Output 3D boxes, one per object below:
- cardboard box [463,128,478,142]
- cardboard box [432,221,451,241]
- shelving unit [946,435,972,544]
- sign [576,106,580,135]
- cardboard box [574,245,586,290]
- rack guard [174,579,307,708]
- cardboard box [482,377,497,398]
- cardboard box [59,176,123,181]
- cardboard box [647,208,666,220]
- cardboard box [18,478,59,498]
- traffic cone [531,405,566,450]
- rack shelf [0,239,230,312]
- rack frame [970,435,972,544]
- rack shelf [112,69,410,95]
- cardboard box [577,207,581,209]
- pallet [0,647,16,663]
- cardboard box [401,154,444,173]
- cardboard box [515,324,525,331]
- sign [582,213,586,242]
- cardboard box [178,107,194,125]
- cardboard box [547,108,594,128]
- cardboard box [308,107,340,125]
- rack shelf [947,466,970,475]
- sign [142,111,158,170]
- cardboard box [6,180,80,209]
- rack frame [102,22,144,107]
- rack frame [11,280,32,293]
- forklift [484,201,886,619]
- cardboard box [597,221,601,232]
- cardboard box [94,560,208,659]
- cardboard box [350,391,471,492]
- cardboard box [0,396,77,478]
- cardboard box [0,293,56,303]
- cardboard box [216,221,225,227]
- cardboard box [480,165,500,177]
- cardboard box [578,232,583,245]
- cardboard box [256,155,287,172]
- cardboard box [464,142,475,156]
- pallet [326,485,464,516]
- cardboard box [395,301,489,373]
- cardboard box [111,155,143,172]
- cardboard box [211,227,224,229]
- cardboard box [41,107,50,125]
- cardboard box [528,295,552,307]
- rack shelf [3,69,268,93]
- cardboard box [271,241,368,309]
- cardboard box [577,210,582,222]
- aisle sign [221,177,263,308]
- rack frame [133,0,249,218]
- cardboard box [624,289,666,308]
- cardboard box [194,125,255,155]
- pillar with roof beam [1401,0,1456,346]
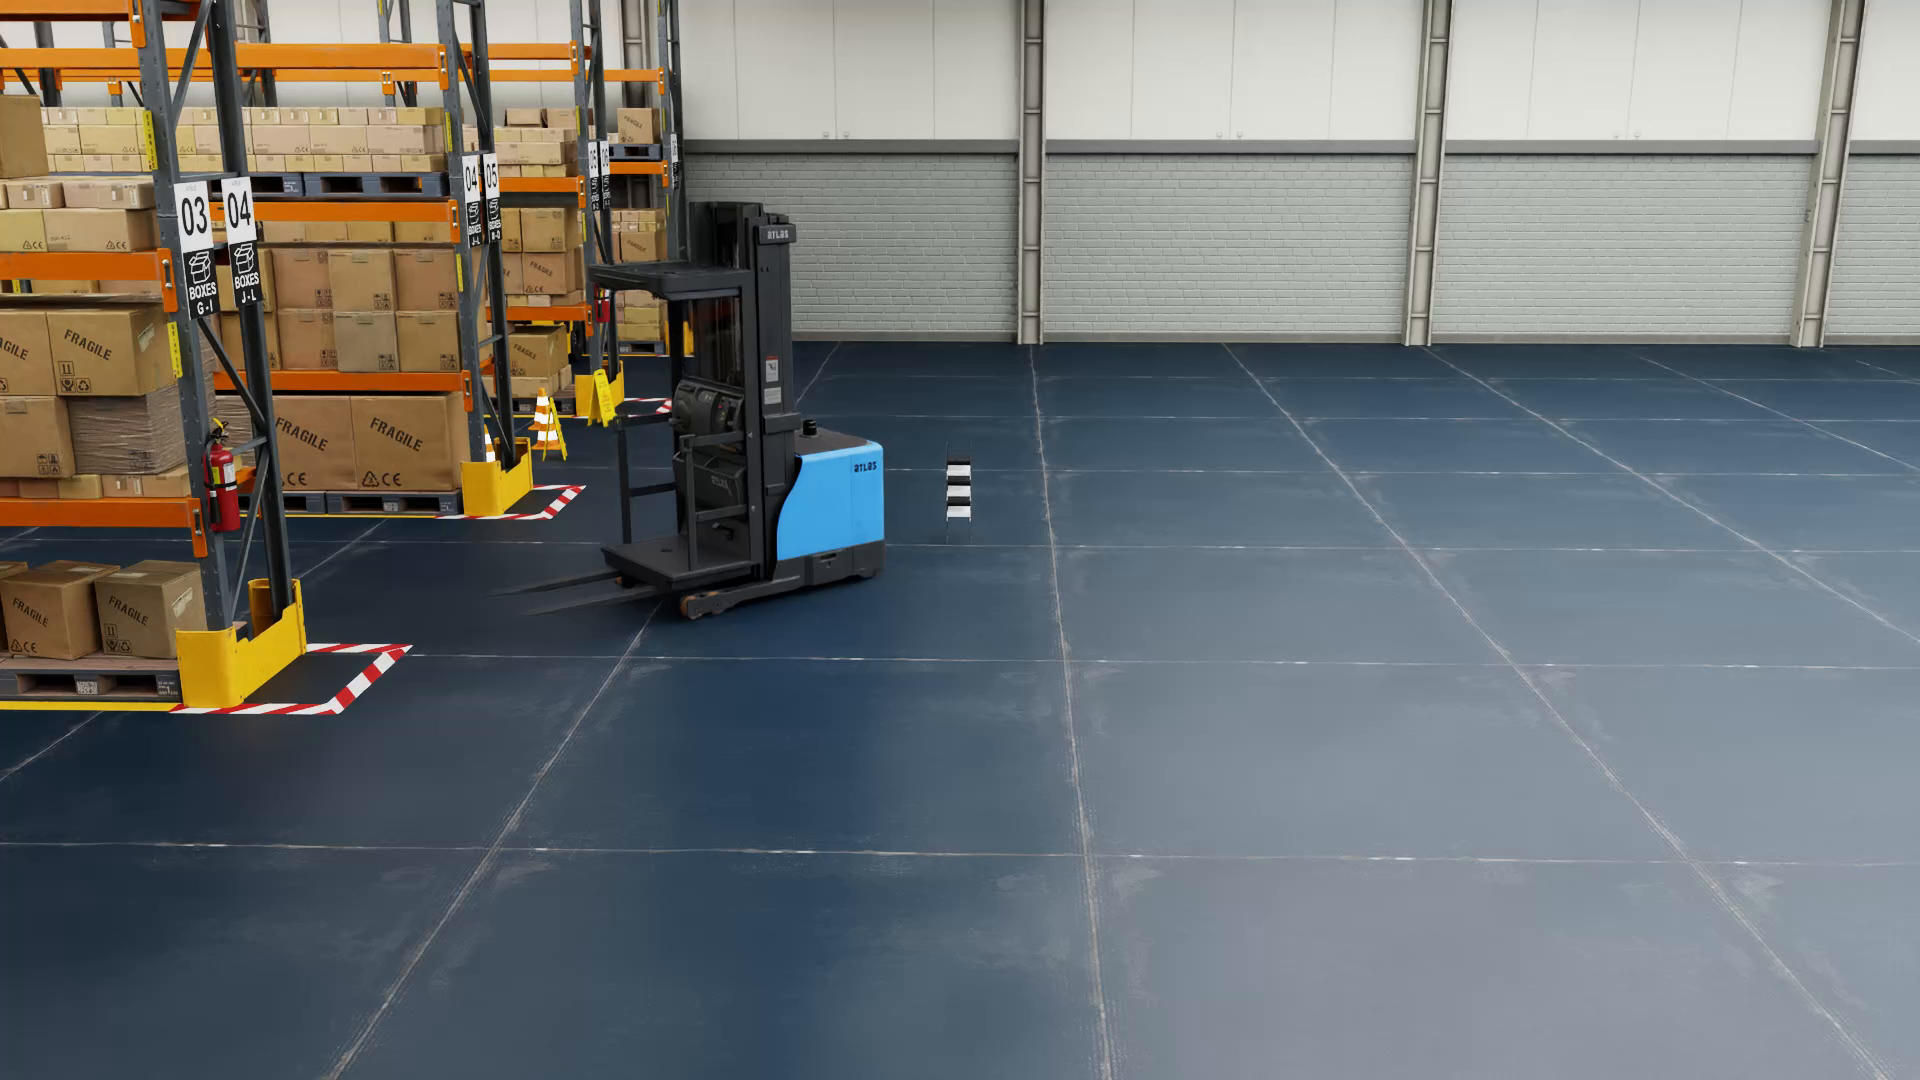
[{"bbox_3d":[-5.704,-4.746,19.498,0.250,0.149,0.380,0,15,1],"label":"cardboard box"},{"bbox_3d":[-5.883,-3.683,19.682,0.500,0.500,0.700,0,15,1],"label":"cardboard box"},{"bbox_3d":[-0.008,-0.435,14.225,0.210,0.900,0.258,0,15,1],"label":"shelving unit"},{"bbox_3d":[-4.383,-4.815,19.094,0.005,0.325,0.100,0,15,1],"label":"sign"},{"bbox_3d":[-4.815,-3.344,20.355,0.500,0.500,0.500,0,15,1],"label":"cardboard box"},{"bbox_3d":[-4.678,0.658,10.868,0.348,0.500,1.175,0,15,1],"label":"rack guard"},{"bbox_3d":[-5.682,-1.893,20.203,0.500,0.250,0.500,0,15,2],"label":"cardboard box"},{"bbox_3d":[-5.384,-2.179,10.350,0.250,0.149,0.380,0,15,0],"label":"cardboard box"},{"bbox_3d":[-4.556,-4.906,25.005,0.250,0.149,0.380,0,15,0],"label":"cardboard box"},{"bbox_3d":[-5.643,-0.374,10.371,0.250,0.149,0.380,0,15,1],"label":"cardboard box"},{"bbox_3d":[-4.500,-1.240,18.132,0.334,0.463,0.336,0,15,1],"label":"traffic cone"},{"bbox_3d":[-6.601,-1.666,10.305,4.000,0.370,1.077,0,15,1],"label":"rack shelf"},{"bbox_3d":[0.094,-0.435,14.223,0.006,0.900,0.240,0,15,1],"label":"rack frame"},{"bbox_3d":[-10.224,-6.742,24.449,4.000,0.370,1.077,0,15,1],"label":"rack shelf"},{"bbox_3d":[-5.852,-4.942,25.142,0.250,0.149,0.380,0,15,0],"label":"cardboard box"},{"bbox_3d":[-6.706,0.774,10.992,1.213,0.211,1.003,0,15,1],"label":"pallet"},{"bbox_3d":[-4.715,-3.311,14.602,0.250,0.149,0.380,0,15,1],"label":"cardboard box"},{"bbox_3d":[-5.695,-2.392,20.623,0.500,0.500,0.500,0,15,-1],"label":"cardboard box"},{"bbox_3d":[-4.383,-3.649,19.402,0.005,0.325,0.100,0,15,1],"label":"sign"},{"bbox_3d":[-6.745,-3.710,14.551,0.250,0.149,0.380,0,15,1],"label":"cardboard box"},{"bbox_3d":[-5.696,-6.067,24.359,0.500,0.500,0.700,0,15,2],"label":"cardboard box"},{"bbox_3d":[-5.484,-3.701,14.519,0.250,0.149,0.380,1,15,2],"label":"cardboard box"},{"bbox_3d":[-0.008,-0.577,14.188,0.200,0.077,0.258,0,15,1],"label":"rack shelf"},{"bbox_3d":[-4.636,-2.288,9.515,0.005,0.325,0.100,0,15,1],"label":"sign"},{"bbox_3d":[-5.421,-2.049,9.858,0.250,0.149,0.380,0,15,-1],"label":"cardboard box"},{"bbox_3d":[-12.223,-7.297,24.356,0.127,3.000,1.000,0,15,1],"label":"rack frame"},{"bbox_3d":[-8.373,-1.841,15.437,0.127,3.000,1.000,0,15,1],"label":"rack frame"},{"bbox_3d":[-2.050,-0.990,12.347,3.031,2.935,1.130,-12,19,-38],"label":"forklift"},{"bbox_3d":[-5.341,-4.652,24.626,0.250,0.149,0.380,0,15,1],"label":"cardboard box"},{"bbox_3d":[-5.226,0.447,10.844,0.500,0.500,0.500,3,15,12],"label":"cardboard box"},{"bbox_3d":[-5.054,-0.978,15.509,0.875,0.875,0.875,0,15,2],"label":"cardboard box"},{"bbox_3d":[-5.654,-0.726,10.433,0.500,0.500,0.875,0,15,1],"label":"cardboard box"},{"bbox_3d":[-6.144,-1.307,10.676,0.500,0.500,0.500,0,15,1],"label":"cardboard box"},{"bbox_3d":[-10.874,-4.692,24.775,0.250,0.149,0.380,1,15,2],"label":"cardboard box"},{"bbox_3d":[-5.479,-4.360,19.598,0.250,0.149,0.380,0,15,2],"label":"cardboard box"},{"bbox_3d":[-5.755,-4.337,24.704,0.500,0.500,0.500,0,15,0],"label":"cardboard box"},{"bbox_3d":[-5.985,-3.319,14.634,0.250,0.149,0.380,0,15,2],"label":"cardboard box"},{"bbox_3d":[-5.889,-4.540,19.498,0.500,0.250,0.500,1,15,3],"label":"cardboard box"},{"bbox_3d":[-5.176,-0.452,15.639,1.213,0.211,1.003,0,15,1],"label":"pallet"},{"bbox_3d":[-4.746,-1.878,15.285,0.550,0.550,0.875,0,15,1],"label":"cardboard box"},{"bbox_3d":[-7.259,-3.327,14.664,0.250,0.149,0.380,0,15,1],"label":"cardboard box"},{"bbox_3d":[-9.310,-3.578,20.421,0.500,0.500,0.500,0,15,2],"label":"cardboard box"},{"bbox_3d":[-8.018,-3.718,14.581,0.250,0.149,0.380,1,15,2],"label":"cardboard box"},{"bbox_3d":[-4.984,-2.878,19.859,0.250,0.149,0.380,0,15,1],"label":"cardboard box"},{"bbox_3d":[-10.347,-5.476,19.652,4.000,0.370,1.077,0,15,1],"label":"rack shelf"},{"bbox_3d":[-5.853,-2.440,15.298,0.550,0.550,0.875,0,15,1],"label":"cardboard box"},{"bbox_3d":[-5.609,-4.781,24.529,0.250,0.149,0.380,1,15,3],"label":"cardboard box"},{"bbox_3d":[-4.532,-1.884,10.504,0.004,0.787,0.394,0,15,1],"label":"aisle sign"},{"bbox_3d":[-4.602,-3.451,9.782,0.127,3.000,1.000,0,15,1],"label":"rack frame"},{"bbox_3d":[-4.694,-3.624,24.803,0.500,0.250,0.500,1,15,3],"label":"cardboard box"},{"bbox_3d":[-6.377,-3.530,14.652,0.500,0.250,0.500,1,15,2],"label":"cardboard box"},{"bbox_3d":[6.987,-6.303,20.589,0.400,9.000,9.100,0,15,1],"label":"pillar with roof beam"}]
